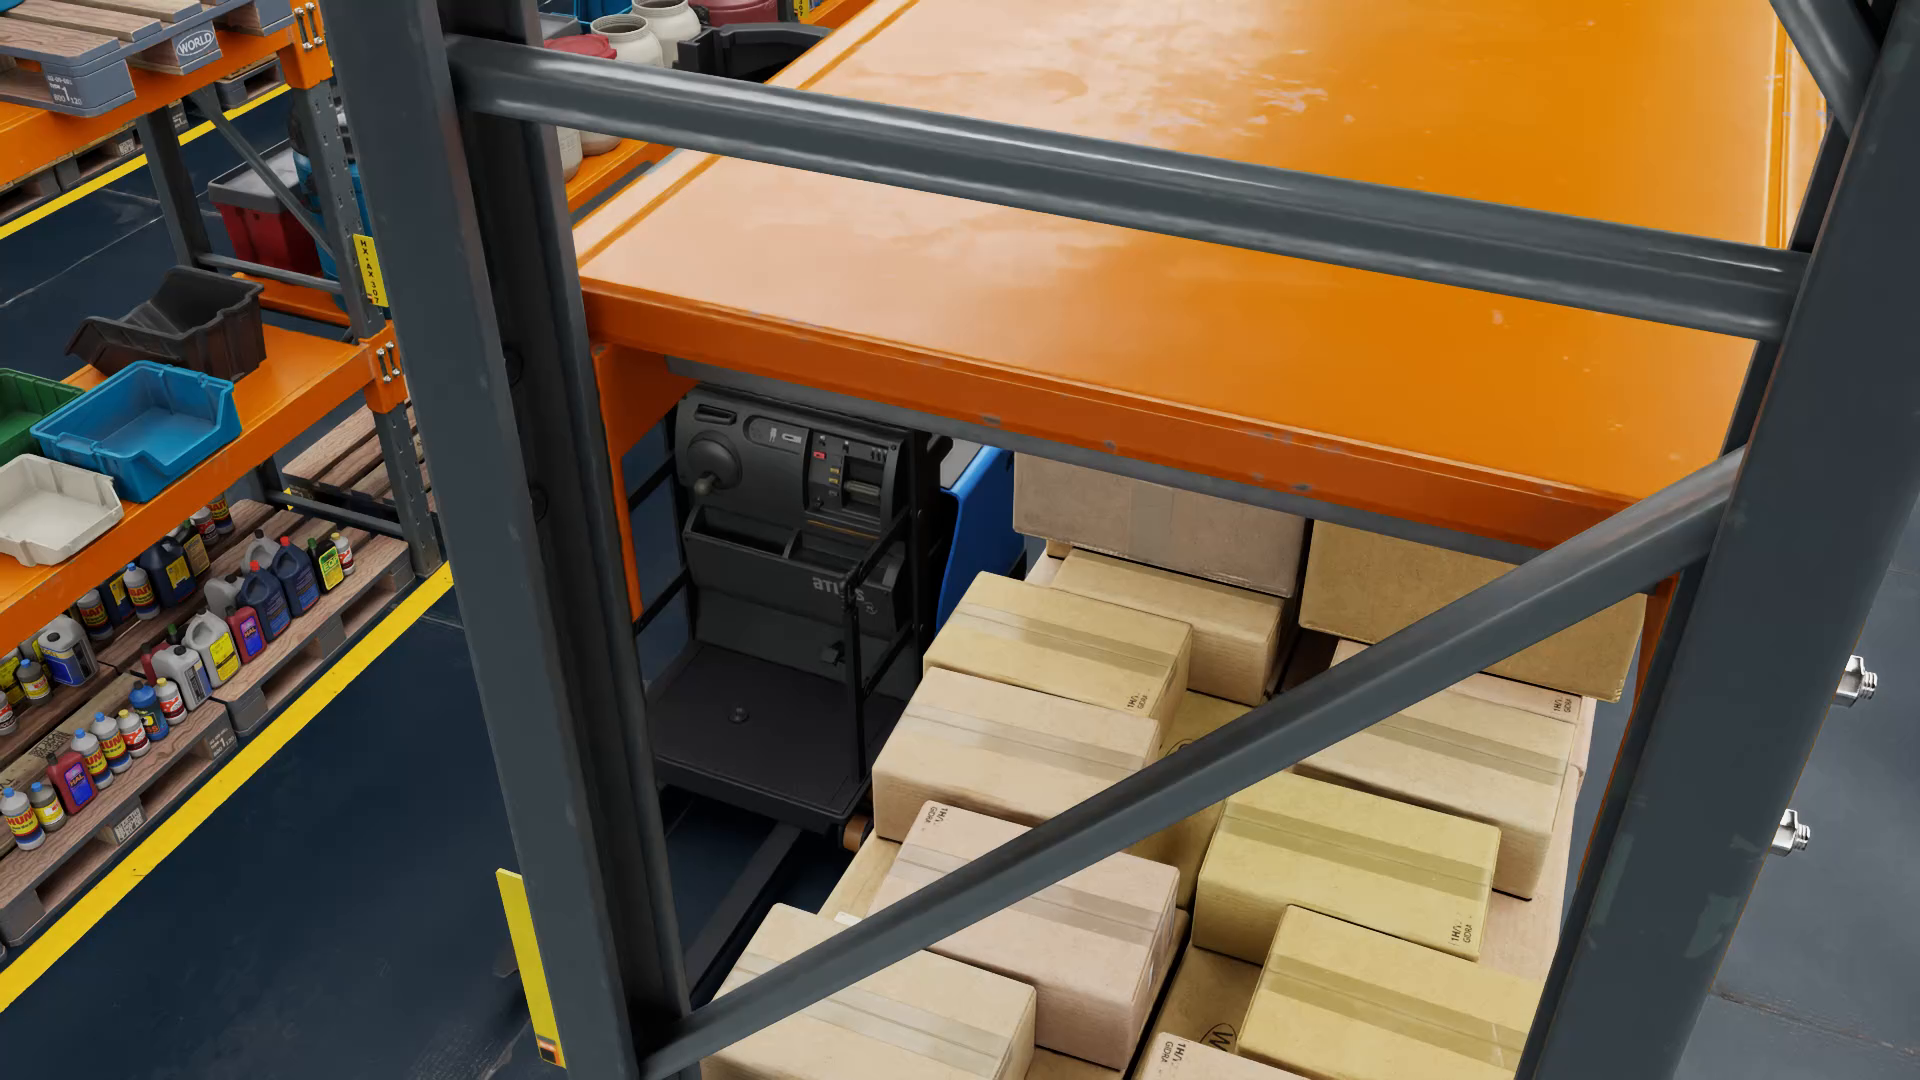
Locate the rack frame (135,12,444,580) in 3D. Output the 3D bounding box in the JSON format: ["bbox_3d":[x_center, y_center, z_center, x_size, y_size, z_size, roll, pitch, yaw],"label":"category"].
[{"bbox_3d":[-2.998,-1.159,7.295,1.000,3.000,0.127,14,39,18],"label":"rack frame"}]

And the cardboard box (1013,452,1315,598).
[{"bbox_3d":[0.416,-0.293,2.881,0.500,0.500,0.500,14,39,18],"label":"cardboard box"}]

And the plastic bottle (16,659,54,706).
[{"bbox_3d":[-3.865,0.584,6.933,0.097,0.201,0.097,0,37,0],"label":"plastic bottle"}]

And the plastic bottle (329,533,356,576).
[{"bbox_3d":[-2.848,0.057,7.638,0.097,0.201,0.097,0,37,0],"label":"plastic bottle"}]

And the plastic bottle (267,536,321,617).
[{"bbox_3d":[-2.976,0.148,7.392,0.144,0.351,0.185,13,39,17],"label":"plastic bottle"}]

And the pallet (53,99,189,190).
[{"bbox_3d":[-6.404,-2.940,12.008,1.003,0.211,1.213,14,39,18],"label":"pallet"}]

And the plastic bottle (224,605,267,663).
[{"bbox_3d":[-3.073,0.381,7.136,0.061,0.283,0.133,16,40,21],"label":"plastic bottle"}]

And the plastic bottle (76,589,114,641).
[{"bbox_3d":[-3.782,0.304,7.249,0.097,0.271,0.097,0,37,0],"label":"plastic bottle"}]

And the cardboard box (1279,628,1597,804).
[{"bbox_3d":[0.866,0.274,2.998,0.500,0.250,0.500,14,39,18],"label":"cardboard box"}]

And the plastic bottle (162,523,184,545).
[{"bbox_3d":[-3.622,0.017,7.629,0.152,0.276,0.135,15,39,19],"label":"plastic bottle"}]

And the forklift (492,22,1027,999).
[{"bbox_3d":[-0.739,-0.228,6.106,1.130,2.935,3.031,15,39,19],"label":"forklift"}]

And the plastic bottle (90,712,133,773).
[{"bbox_3d":[-3.373,0.794,6.594,0.097,0.271,0.097,0,37,0],"label":"plastic bottle"}]

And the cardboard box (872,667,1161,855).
[{"bbox_3d":[0.088,0.364,2.544,0.380,0.149,0.250,12,38,16],"label":"cardboard box"}]

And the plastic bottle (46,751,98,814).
[{"bbox_3d":[-3.439,0.913,6.424,0.061,0.283,0.133,14,39,18],"label":"plastic bottle"}]

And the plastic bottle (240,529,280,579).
[{"bbox_3d":[-3.110,0.115,7.436,0.144,0.351,0.185,14,39,18],"label":"plastic bottle"}]

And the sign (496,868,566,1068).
[{"bbox_3d":[-0.445,0.490,1.844,0.100,0.325,0.005,14,39,18],"label":"sign"}]

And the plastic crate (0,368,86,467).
[{"bbox_3d":[-3.775,-0.387,6.439,0.450,0.188,0.662,14,39,18],"label":"plastic crate"}]

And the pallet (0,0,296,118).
[{"bbox_3d":[-3.182,-1.863,5.890,1.213,0.211,1.003,14,39,18],"label":"pallet"}]

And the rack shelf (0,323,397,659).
[{"bbox_3d":[-3.759,0.236,6.029,1.077,0.370,4.000,14,39,18],"label":"rack shelf"}]

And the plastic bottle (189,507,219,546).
[{"bbox_3d":[-3.563,-0.082,7.824,0.097,0.201,0.097,0,37,0],"label":"plastic bottle"}]

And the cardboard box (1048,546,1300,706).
[{"bbox_3d":[0.371,0.111,2.883,0.380,0.149,0.250,14,39,18],"label":"cardboard box"}]

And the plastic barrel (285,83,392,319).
[{"bbox_3d":[-2.571,-1.505,7.339,0.600,0.901,0.708,14,39,18],"label":"plastic barrel"}]

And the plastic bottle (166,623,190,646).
[{"bbox_3d":[-3.277,0.451,7.043,0.061,0.283,0.133,14,39,18],"label":"plastic bottle"}]

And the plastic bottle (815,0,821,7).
[{"bbox_3d":[-0.943,-3.546,10.596,0.097,0.271,0.097,0,37,0],"label":"plastic bottle"}]

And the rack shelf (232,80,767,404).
[{"bbox_3d":[-2.237,-1.978,8.992,1.077,0.370,4.000,14,39,18],"label":"rack shelf"}]

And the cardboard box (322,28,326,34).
[{"bbox_3d":[-5.228,-4.434,13.397,0.500,0.500,0.500,13,39,17],"label":"cardboard box"}]

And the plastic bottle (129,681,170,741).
[{"bbox_3d":[-3.296,0.682,6.744,0.097,0.271,0.097,0,37,0],"label":"plastic bottle"}]

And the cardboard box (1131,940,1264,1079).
[{"bbox_3d":[0.483,0.835,2.248,0.500,0.250,0.500,15,39,19],"label":"cardboard box"}]

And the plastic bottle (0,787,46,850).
[{"bbox_3d":[-3.542,1.039,6.266,0.097,0.271,0.097,0,37,0],"label":"plastic bottle"}]

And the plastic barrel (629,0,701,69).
[{"bbox_3d":[-1.670,-2.800,9.398,0.421,0.512,0.421,0,37,0],"label":"plastic barrel"}]

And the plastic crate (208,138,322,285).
[{"bbox_3d":[-3.096,-1.523,7.728,0.402,0.464,0.583,14,39,18],"label":"plastic crate"}]

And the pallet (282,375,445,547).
[{"bbox_3d":[-2.735,-0.486,8.724,1.003,0.211,1.213,14,39,18],"label":"pallet"}]

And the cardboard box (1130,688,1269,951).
[{"bbox_3d":[0.197,0.440,2.775,0.500,0.250,0.500,14,39,18],"label":"cardboard box"}]

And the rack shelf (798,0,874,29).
[{"bbox_3d":[-0.715,-4.193,11.955,1.077,0.370,4.000,14,39,18],"label":"rack shelf"}]

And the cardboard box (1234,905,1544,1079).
[{"bbox_3d":[0.567,0.661,2.146,0.380,0.149,0.250,15,39,19],"label":"cardboard box"}]

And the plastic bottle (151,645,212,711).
[{"bbox_3d":[-3.238,0.552,6.914,0.152,0.276,0.135,15,39,19],"label":"plastic bottle"}]

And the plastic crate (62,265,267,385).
[{"bbox_3d":[-3.315,-0.873,6.965,0.767,0.338,0.504,14,39,18],"label":"plastic crate"}]

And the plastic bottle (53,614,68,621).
[{"bbox_3d":[-3.890,0.394,7.188,0.097,0.201,0.097,0,37,0],"label":"plastic bottle"}]

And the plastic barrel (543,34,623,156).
[{"bbox_3d":[-1.987,-2.339,8.760,0.433,0.535,0.433,0,37,0],"label":"plastic barrel"}]

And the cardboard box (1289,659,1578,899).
[{"bbox_3d":[0.719,0.359,2.551,0.380,0.149,0.250,15,39,20],"label":"cardboard box"}]

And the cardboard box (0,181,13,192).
[{"bbox_3d":[-6.610,-2.375,10.868,0.500,0.250,0.500,15,39,19],"label":"cardboard box"}]

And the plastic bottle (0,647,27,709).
[{"bbox_3d":[-3.993,0.521,6.893,0.144,0.351,0.185,15,39,20],"label":"plastic bottle"}]

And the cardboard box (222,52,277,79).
[{"bbox_3d":[-5.618,-3.866,12.637,0.500,0.500,0.500,15,39,20],"label":"cardboard box"}]

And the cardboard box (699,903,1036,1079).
[{"bbox_3d":[-0.122,0.658,2.151,0.380,0.149,0.250,14,39,18],"label":"cardboard box"}]

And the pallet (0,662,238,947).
[{"bbox_3d":[-3.755,0.998,6.739,1.003,0.211,1.213,14,39,18],"label":"pallet"}]

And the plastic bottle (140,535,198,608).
[{"bbox_3d":[-3.555,0.111,7.441,0.144,0.351,0.185,14,39,18],"label":"plastic bottle"}]

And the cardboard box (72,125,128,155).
[{"bbox_3d":[-6.223,-2.938,11.621,0.500,0.250,0.500,13,39,17],"label":"cardboard box"}]

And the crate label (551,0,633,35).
[{"bbox_3d":[-2.104,-2.899,9.594,0.502,0.435,0.616,14,39,18],"label":"crate label"}]

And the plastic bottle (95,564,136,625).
[{"bbox_3d":[-3.760,0.183,7.345,0.144,0.351,0.185,12,38,16],"label":"plastic bottle"}]

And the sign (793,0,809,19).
[{"bbox_3d":[-0.964,-3.318,10.047,0.100,0.325,0.005,14,39,18],"label":"sign"}]
